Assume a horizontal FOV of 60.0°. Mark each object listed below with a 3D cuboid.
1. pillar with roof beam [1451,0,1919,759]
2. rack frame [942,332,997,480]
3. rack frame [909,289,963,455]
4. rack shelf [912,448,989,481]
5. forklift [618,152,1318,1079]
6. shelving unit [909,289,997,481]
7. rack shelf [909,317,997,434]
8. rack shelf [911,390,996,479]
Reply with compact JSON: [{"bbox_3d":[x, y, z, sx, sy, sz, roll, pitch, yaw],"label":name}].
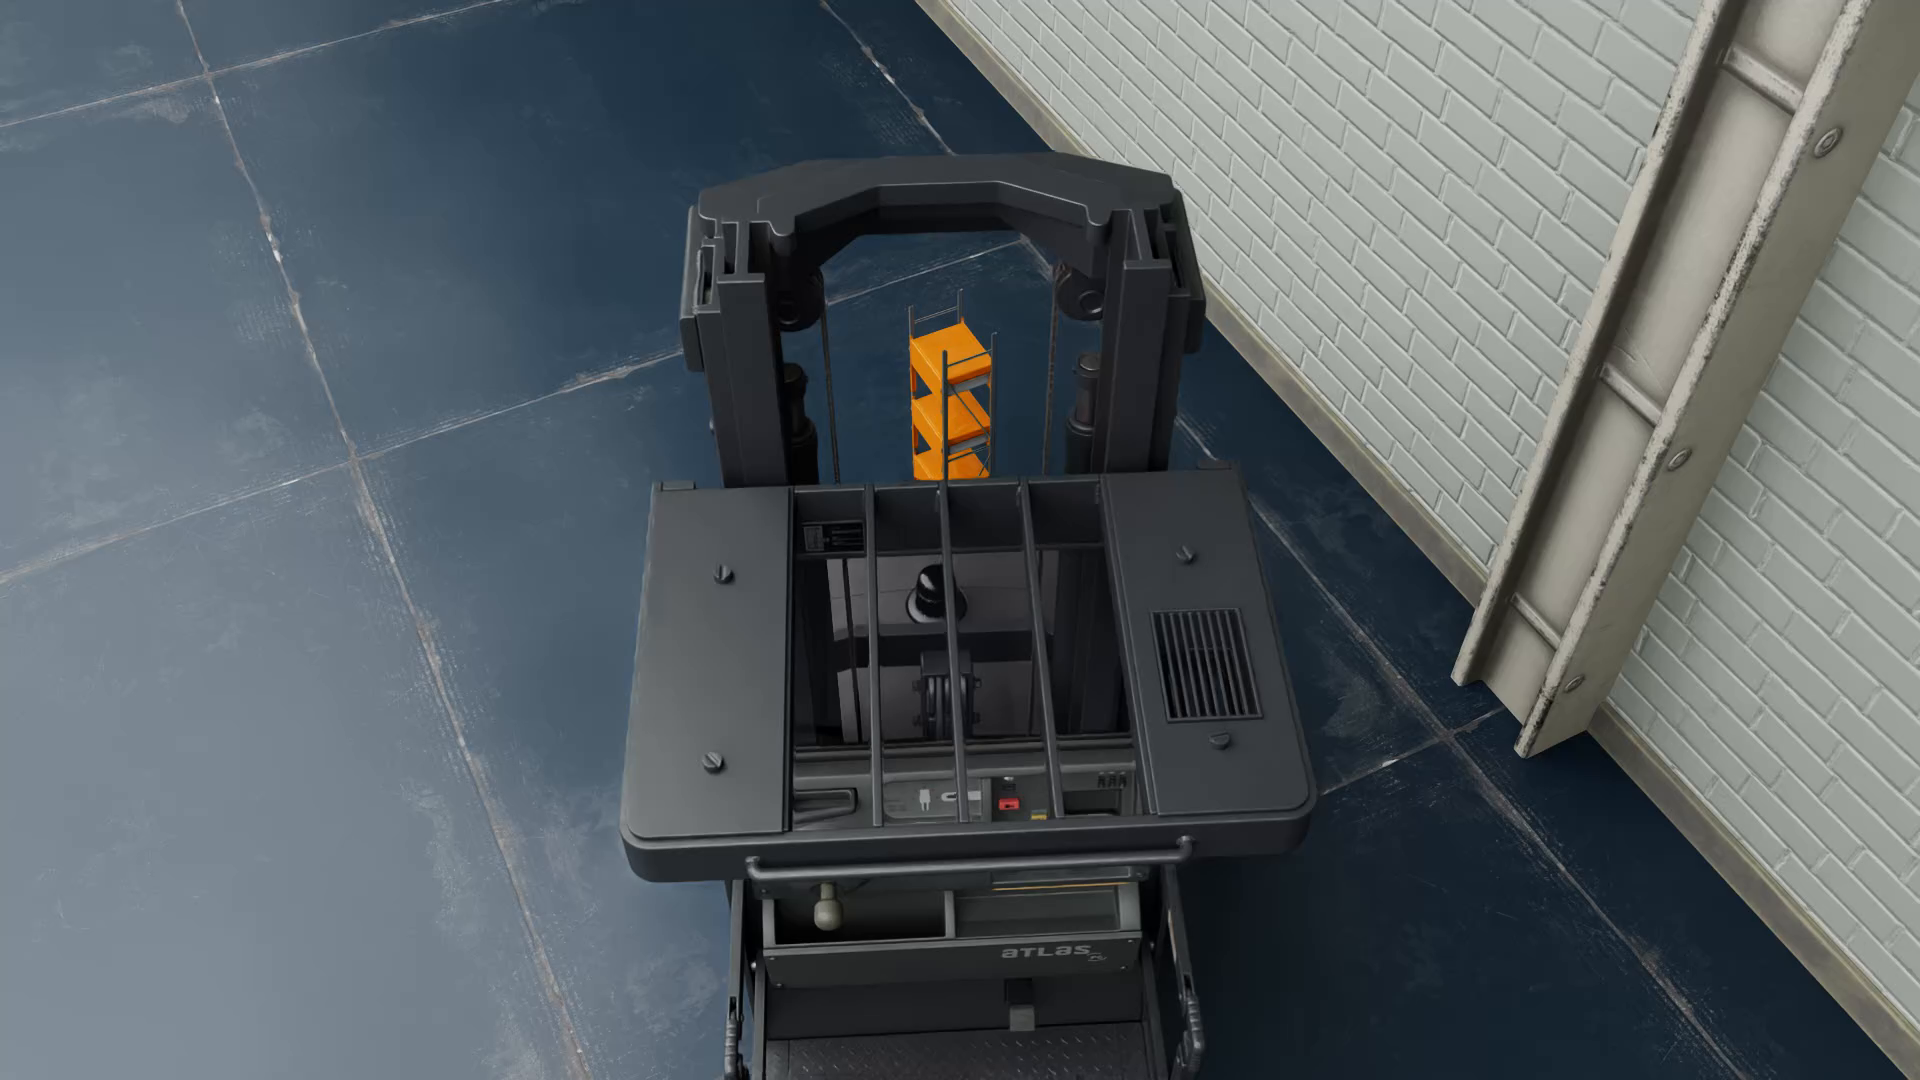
[{"bbox_3d":[-1.883,-0.925,1.081,9.100,9.000,0.400,-21,52,-18],"label":"pillar with roof beam"},{"bbox_3d":[0.031,-0.300,5.815,0.200,1.050,0.008,-21,52,-18],"label":"rack frame"},{"bbox_3d":[-0.080,-0.463,5.958,0.200,1.050,0.008,-21,52,-18],"label":"rack frame"},{"bbox_3d":[-0.025,-0.191,6.103,0.215,0.259,0.240,-21,52,-18],"label":"rack shelf"},{"bbox_3d":[-0.006,0.778,3.622,1.130,2.935,3.031,-2,49,-2],"label":"forklift"},{"bbox_3d":[-0.025,-0.381,5.886,0.215,1.050,0.252,-21,52,-18],"label":"shelving unit"},{"bbox_3d":[-0.025,-0.561,5.680,0.215,0.259,0.240,-21,52,-18],"label":"rack shelf"},{"bbox_3d":[-0.025,-0.374,5.894,0.215,0.259,0.240,-21,52,-18],"label":"rack shelf"}]
